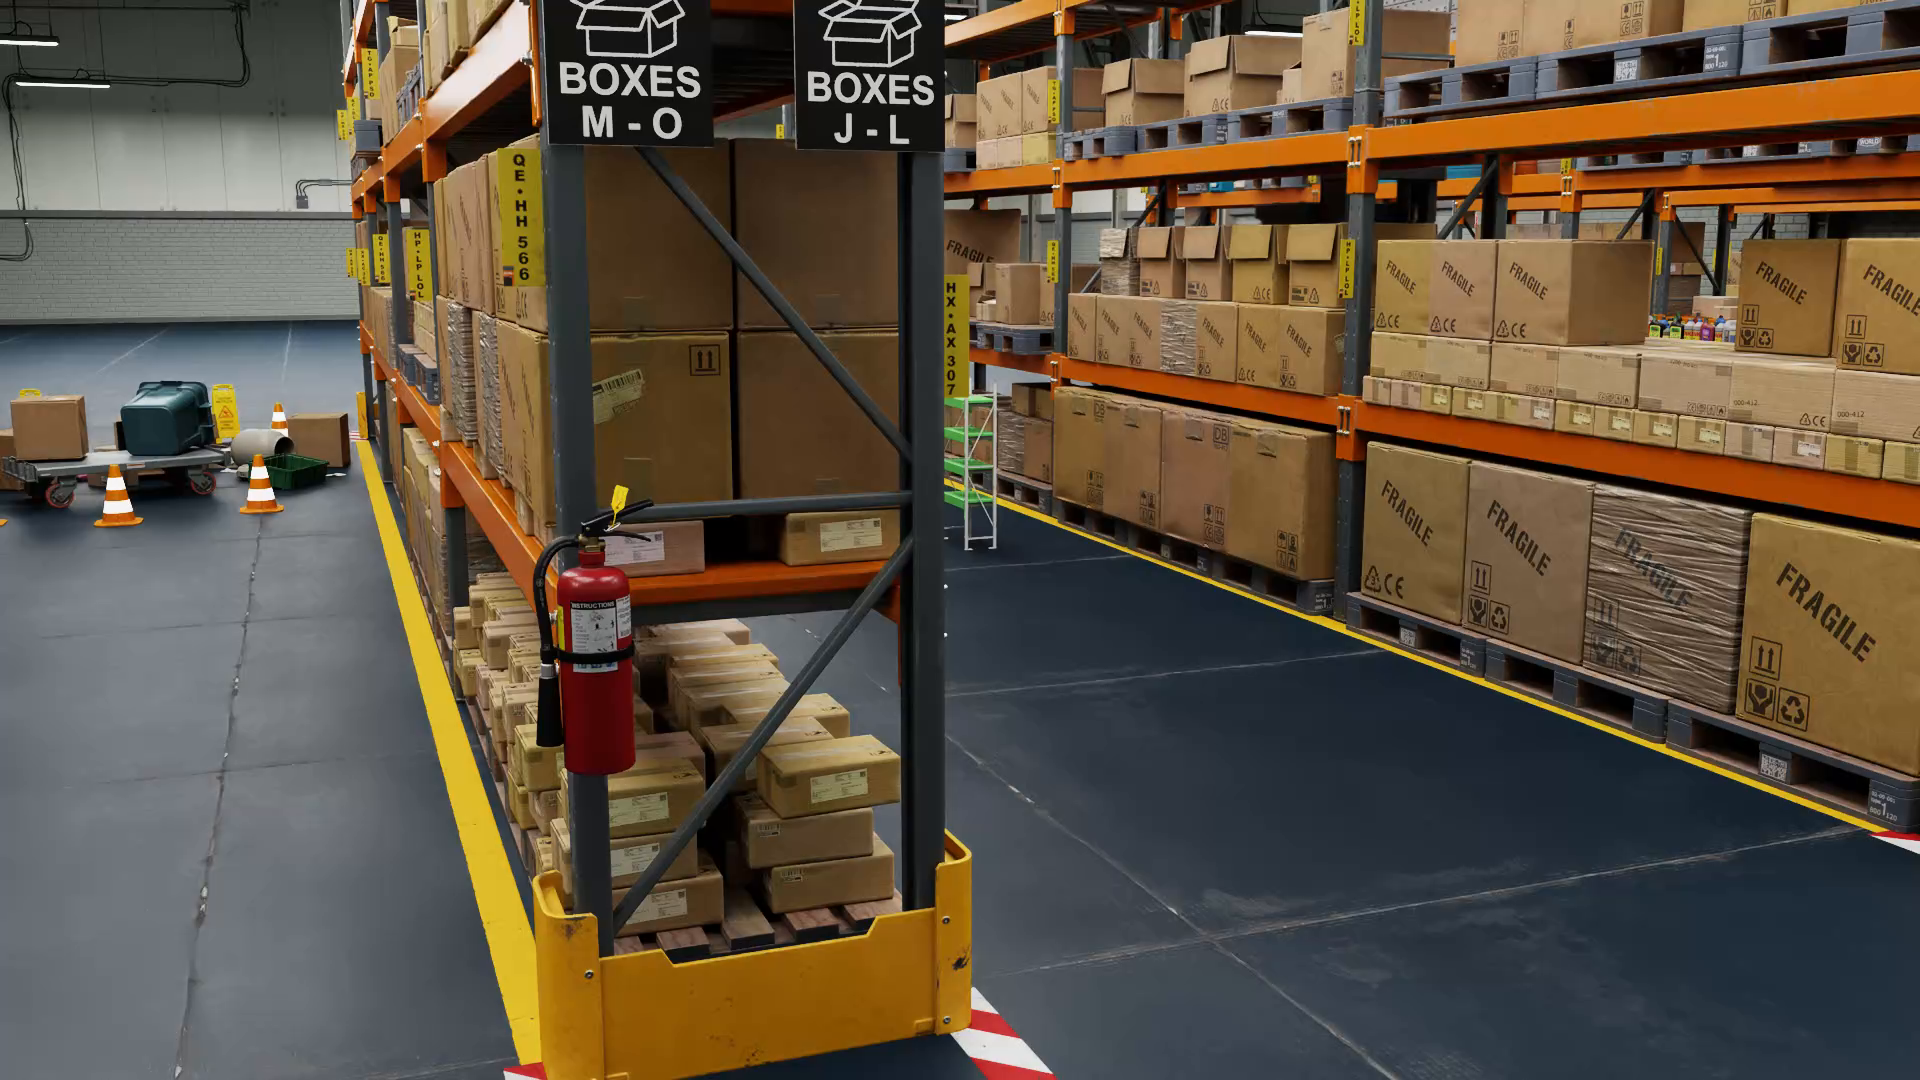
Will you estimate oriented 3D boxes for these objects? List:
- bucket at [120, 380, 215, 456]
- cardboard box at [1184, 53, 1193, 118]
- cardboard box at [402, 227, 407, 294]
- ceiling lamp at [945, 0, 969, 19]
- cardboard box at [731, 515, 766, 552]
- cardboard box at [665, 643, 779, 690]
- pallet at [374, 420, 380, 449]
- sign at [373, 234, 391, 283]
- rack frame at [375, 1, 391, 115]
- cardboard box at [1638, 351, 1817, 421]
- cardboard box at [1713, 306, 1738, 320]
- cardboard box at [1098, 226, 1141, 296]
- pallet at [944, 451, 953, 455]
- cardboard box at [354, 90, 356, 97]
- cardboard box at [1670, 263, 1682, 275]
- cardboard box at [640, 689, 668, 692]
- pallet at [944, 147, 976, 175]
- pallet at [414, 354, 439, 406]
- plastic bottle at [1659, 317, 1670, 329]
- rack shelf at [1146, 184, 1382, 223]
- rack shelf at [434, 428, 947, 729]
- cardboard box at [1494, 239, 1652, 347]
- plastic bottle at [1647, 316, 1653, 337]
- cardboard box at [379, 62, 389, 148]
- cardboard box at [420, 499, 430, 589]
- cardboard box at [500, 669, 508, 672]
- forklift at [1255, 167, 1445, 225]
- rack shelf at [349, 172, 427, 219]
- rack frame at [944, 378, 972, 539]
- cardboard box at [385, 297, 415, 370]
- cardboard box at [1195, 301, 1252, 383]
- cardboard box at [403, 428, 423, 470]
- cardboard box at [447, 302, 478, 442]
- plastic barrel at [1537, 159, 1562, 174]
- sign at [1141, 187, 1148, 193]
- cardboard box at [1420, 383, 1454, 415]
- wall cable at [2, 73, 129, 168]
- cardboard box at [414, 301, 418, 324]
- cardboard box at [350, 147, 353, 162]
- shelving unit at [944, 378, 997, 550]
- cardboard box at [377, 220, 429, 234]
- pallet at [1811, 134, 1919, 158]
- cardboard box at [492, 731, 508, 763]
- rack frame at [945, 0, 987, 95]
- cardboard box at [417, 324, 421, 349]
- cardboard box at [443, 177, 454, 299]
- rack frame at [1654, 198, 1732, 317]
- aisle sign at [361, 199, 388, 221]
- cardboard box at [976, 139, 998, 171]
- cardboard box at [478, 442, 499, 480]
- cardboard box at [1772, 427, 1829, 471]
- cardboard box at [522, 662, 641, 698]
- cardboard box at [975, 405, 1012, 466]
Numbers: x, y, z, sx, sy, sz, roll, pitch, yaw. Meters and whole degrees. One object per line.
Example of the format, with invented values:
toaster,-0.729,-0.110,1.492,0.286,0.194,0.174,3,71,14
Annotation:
bucket,-7.075,-1.051,14.770,0.726,0.611,0.620,0,20,-1
cardboard box,1.915,-3.186,11.718,0.500,0.500,0.500,-3,11,-18
cardboard box,-3.953,-2.167,12.897,0.700,0.500,0.500,-4,11,-22
ceiling lamp,-0.930,-10.140,27.065,2.000,3.185,0.800,-4,11,-21
cardboard box,-0.471,-0.069,4.958,0.380,0.149,0.250,-3,11,-19
cardboard box,-0.897,0.504,6.267,0.380,0.149,0.250,-4,11,-20
pallet,-5.964,-1.193,18.524,1.003,0.211,1.213,-4,11,-21
sign,-3.943,-1.920,11.342,0.100,0.325,0.005,-4,11,-21
rack frame,-3.427,-4.339,11.119,1.000,3.000,0.127,-4,11,-21
cardboard box,3.340,-0.679,7.250,0.500,0.250,0.500,-4,11,-23
cardboard box,9.148,-2.683,19.658,0.380,0.149,0.250,-4,11,-21
cardboard box,1.482,-2.107,12.548,0.797,0.503,0.637,-4,11,-19
pallet,0.066,-0.837,16.522,1.003,0.211,1.213,-4,11,-21
cardboard box,-5.488,-4.162,15.643,0.380,0.149,0.250,-4,11,-21
cardboard box,8.719,-3.364,20.630,0.380,0.149,0.250,-4,11,-21
cardboard box,-1.099,0.614,6.496,0.380,0.149,0.250,-3,11,-18
pallet,0.286,-3.444,15.190,1.213,0.211,1.003,-4,11,-21
pallet,-2.672,-0.971,9.859,1.003,0.211,1.213,-4,11,-21
plastic bottle,5.945,-1.751,14.068,0.097,0.271,0.097,0,10,0
rack shelf,3.674,-4.100,20.394,1.077,0.370,4.000,-4,11,-21
rack shelf,-1.253,-0.052,6.201,1.077,0.370,4.000,-4,11,-21
cardboard box,2.981,-1.213,8.111,0.500,0.500,0.500,-4,11,-23
plastic bottle,5.872,-1.770,14.162,0.152,0.276,0.135,-4,11,-21
cardboard box,-3.468,-2.801,10.754,0.500,0.500,0.500,-4,11,-21
cardboard box,-2.848,0.019,9.688,0.500,0.500,0.500,-4,11,-22
cardboard box,-1.674,0.561,6.793,0.380,0.149,0.250,-3,11,-18
forklift,3.091,-1.710,13.665,1.130,2.935,3.031,-4,11,-20
rack shelf,-5.601,-3.487,16.950,1.077,0.370,4.000,-4,11,-21
rack frame,-0.028,-0.604,12.387,0.240,1.200,0.015,-4,11,-21
cardboard box,-3.841,-1.491,11.953,0.500,0.500,0.500,-4,11,-21
cardboard box,1.889,-1.305,10.907,0.500,0.500,0.500,-4,11,-22
cardboard box,-3.403,-0.603,11.041,0.500,0.250,0.500,-4,11,-23
cardboard box,-1.698,-0.667,6.468,0.500,0.500,0.500,-4,11,-22
plastic barrel,5.753,-3.870,15.613,0.600,0.901,0.600,0,10,0
sign,2.435,-4.751,21.973,0.100,0.325,0.005,-4,11,-21
cardboard box,2.670,-0.752,8.800,0.380,0.149,0.250,-4,11,-19
wall cable,-24.301,-11.419,45.365,3.097,2.526,0.112,-4,11,-21
cardboard box,-3.439,-1.523,11.088,0.380,0.149,0.250,-3,11,-18
cardboard box,-6.408,-4.183,18.036,0.380,0.149,0.250,-4,11,-20
shelving unit,0.060,-0.564,12.163,0.258,1.200,0.503,-4,11,-21
cardboard box,-4.978,-2.706,15.558,0.875,0.550,0.550,-4,11,-21
pallet,6.923,-2.851,11.856,1.213,0.211,1.003,-4,11,-21
cardboard box,-1.637,0.753,6.562,0.380,0.149,0.250,-4,11,-22
rack frame,-0.217,-5.290,16.466,1.000,3.000,0.127,-4,11,-21
cardboard box,-3.356,-1.339,10.901,0.380,0.149,0.250,-3,11,-18
cardboard box,-1.839,-1.248,6.880,0.500,0.500,0.500,-4,11,-23
rack frame,9.017,-2.965,20.522,1.000,3.000,0.127,-4,11,-21
aisle sign,-6.632,-3.964,18.716,0.394,0.787,0.004,-4,11,-21
cardboard box,0.460,-3.311,14.332,0.500,0.250,0.500,-4,11,-19
cardboard box,-1.657,-0.330,6.428,0.380,0.149,0.250,-3,11,-18
cardboard box,3.509,-0.375,6.681,0.380,0.149,0.250,-4,11,-21
cardboard box,-1.382,0.538,6.071,0.380,0.149,0.250,-4,11,-23
cardboard box,0.546,-0.960,15.131,0.700,0.500,0.500,-3,11,-16
